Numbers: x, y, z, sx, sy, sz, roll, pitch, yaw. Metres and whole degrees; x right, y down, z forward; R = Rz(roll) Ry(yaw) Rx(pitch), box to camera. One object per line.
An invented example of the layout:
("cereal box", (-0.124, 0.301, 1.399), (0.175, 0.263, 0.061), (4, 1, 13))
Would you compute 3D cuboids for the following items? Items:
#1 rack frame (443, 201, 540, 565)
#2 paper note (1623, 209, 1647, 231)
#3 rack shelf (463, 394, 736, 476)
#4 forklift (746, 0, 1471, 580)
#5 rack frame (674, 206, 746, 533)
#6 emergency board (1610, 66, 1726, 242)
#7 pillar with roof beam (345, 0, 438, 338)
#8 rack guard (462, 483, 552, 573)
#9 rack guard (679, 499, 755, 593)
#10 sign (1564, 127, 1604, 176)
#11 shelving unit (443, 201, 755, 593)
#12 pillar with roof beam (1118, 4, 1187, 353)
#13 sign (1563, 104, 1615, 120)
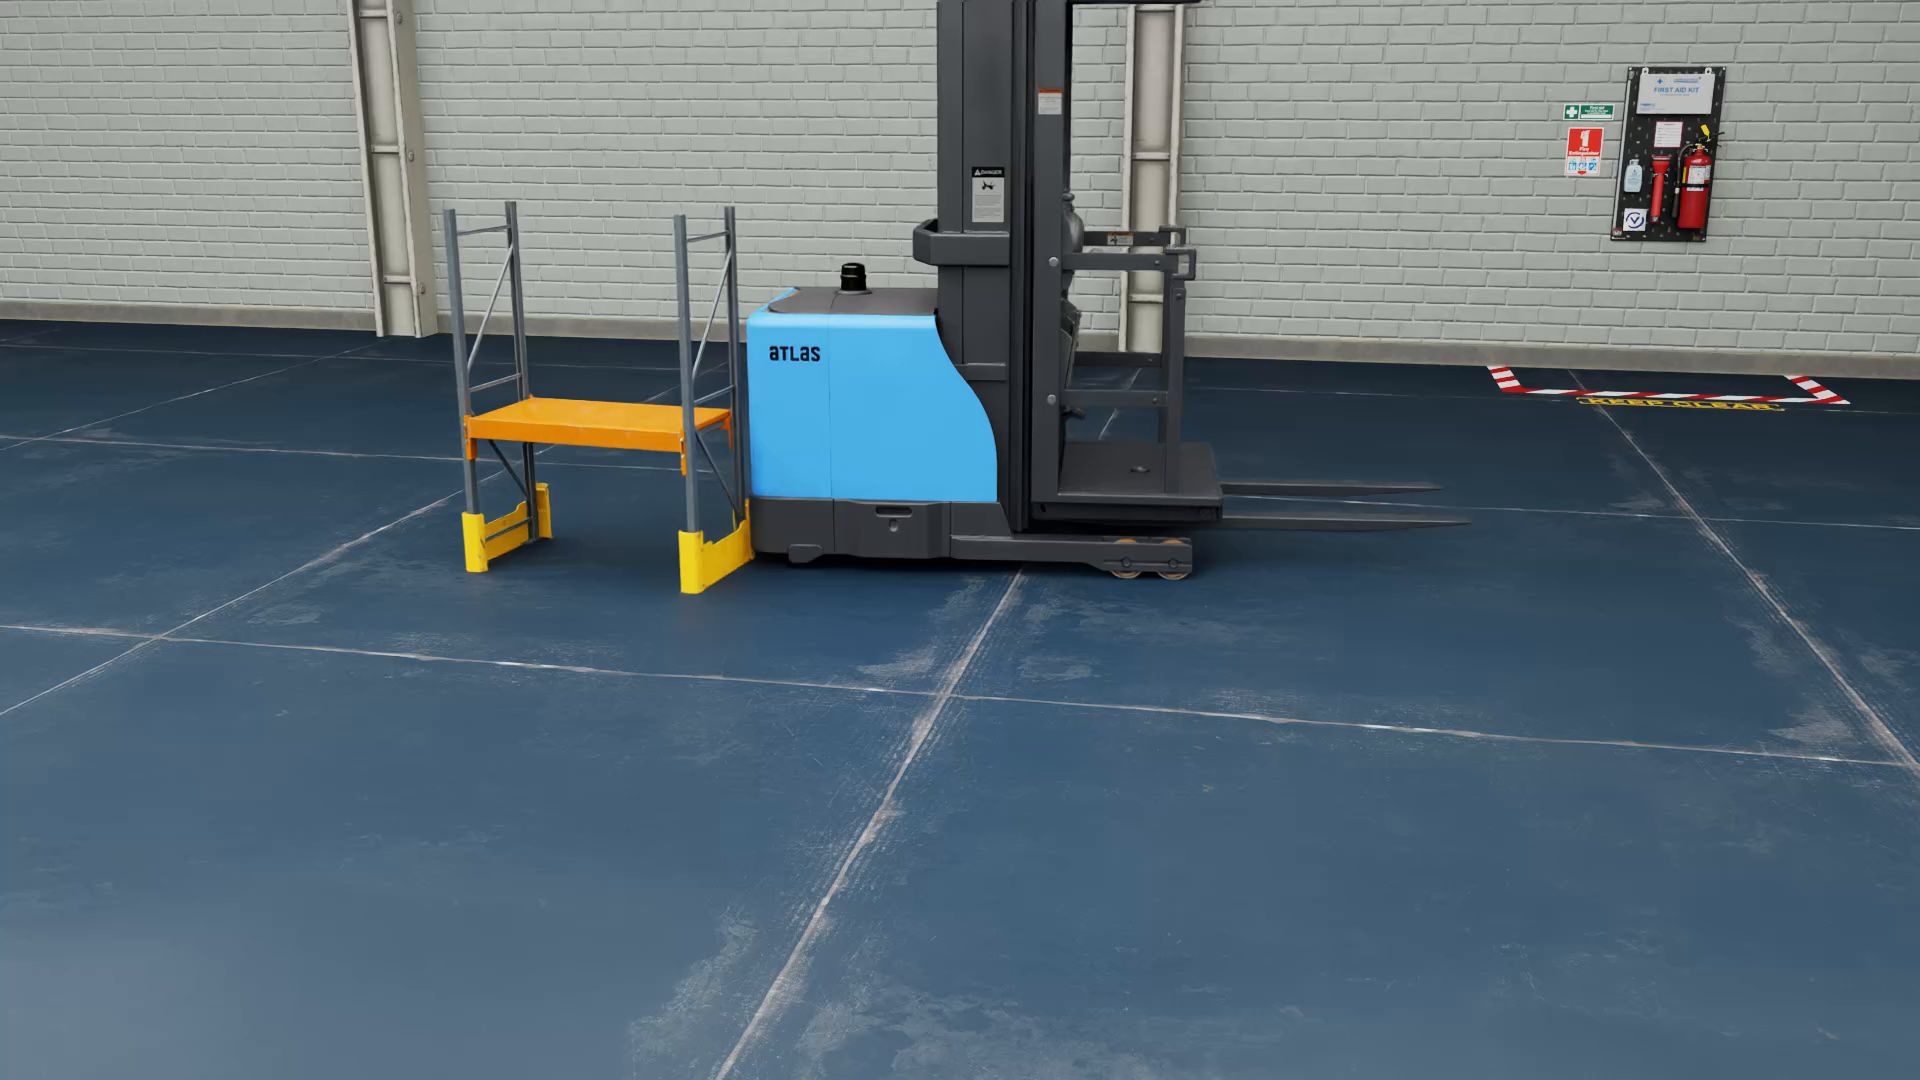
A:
("rack frame", (-1.983, -0.663, 7.076), (0.032, 1.500, 0.500), (5, 16, 16))
("paper note", (4.695, -2.228, 11.565), (0.142, 0.148, 0.016), (3, 16, 11))
("rack shelf", (-1.497, -0.450, 6.982), (1.000, 0.185, 0.538), (5, 16, 16))
("forklift", (0.650, -1.394, 7.034), (3.031, 2.935, 1.130), (1, 16, 5))
("rack frame", (-1.010, -0.584, 6.791), (0.032, 1.500, 0.500), (5, 16, 16))
("emergency board", (4.854, -2.625, 11.348), (0.643, 1.169, 0.194), (3, 16, 11))
("pillar with roof beam", (-5.349, -4.886, 8.276), (0.400, 9.000, 9.100), (3, 16, 11))
("rack guard", (-1.964, -0.059, 7.237), (0.087, 0.250, 0.587), (5, 16, 16))
("rack guard", (-1.011, 0.018, 6.958), (0.087, 0.250, 0.587), (5, 16, 16))
("sign", (4.333, -2.698, 11.547), (0.234, 0.329, 0.001), (3, 16, 11))
("shelving unit", (-1.488, -0.623, 6.931), (1.083, 1.500, 0.587), (5, 16, 16))
("pillar with roof beam", (0.531, -4.567, 7.123), (0.400, 9.000, 9.100), (3, 16, 11))
("sign", (4.336, -2.951, 11.467), (0.331, 0.109, 0.001), (3, 16, 11))
